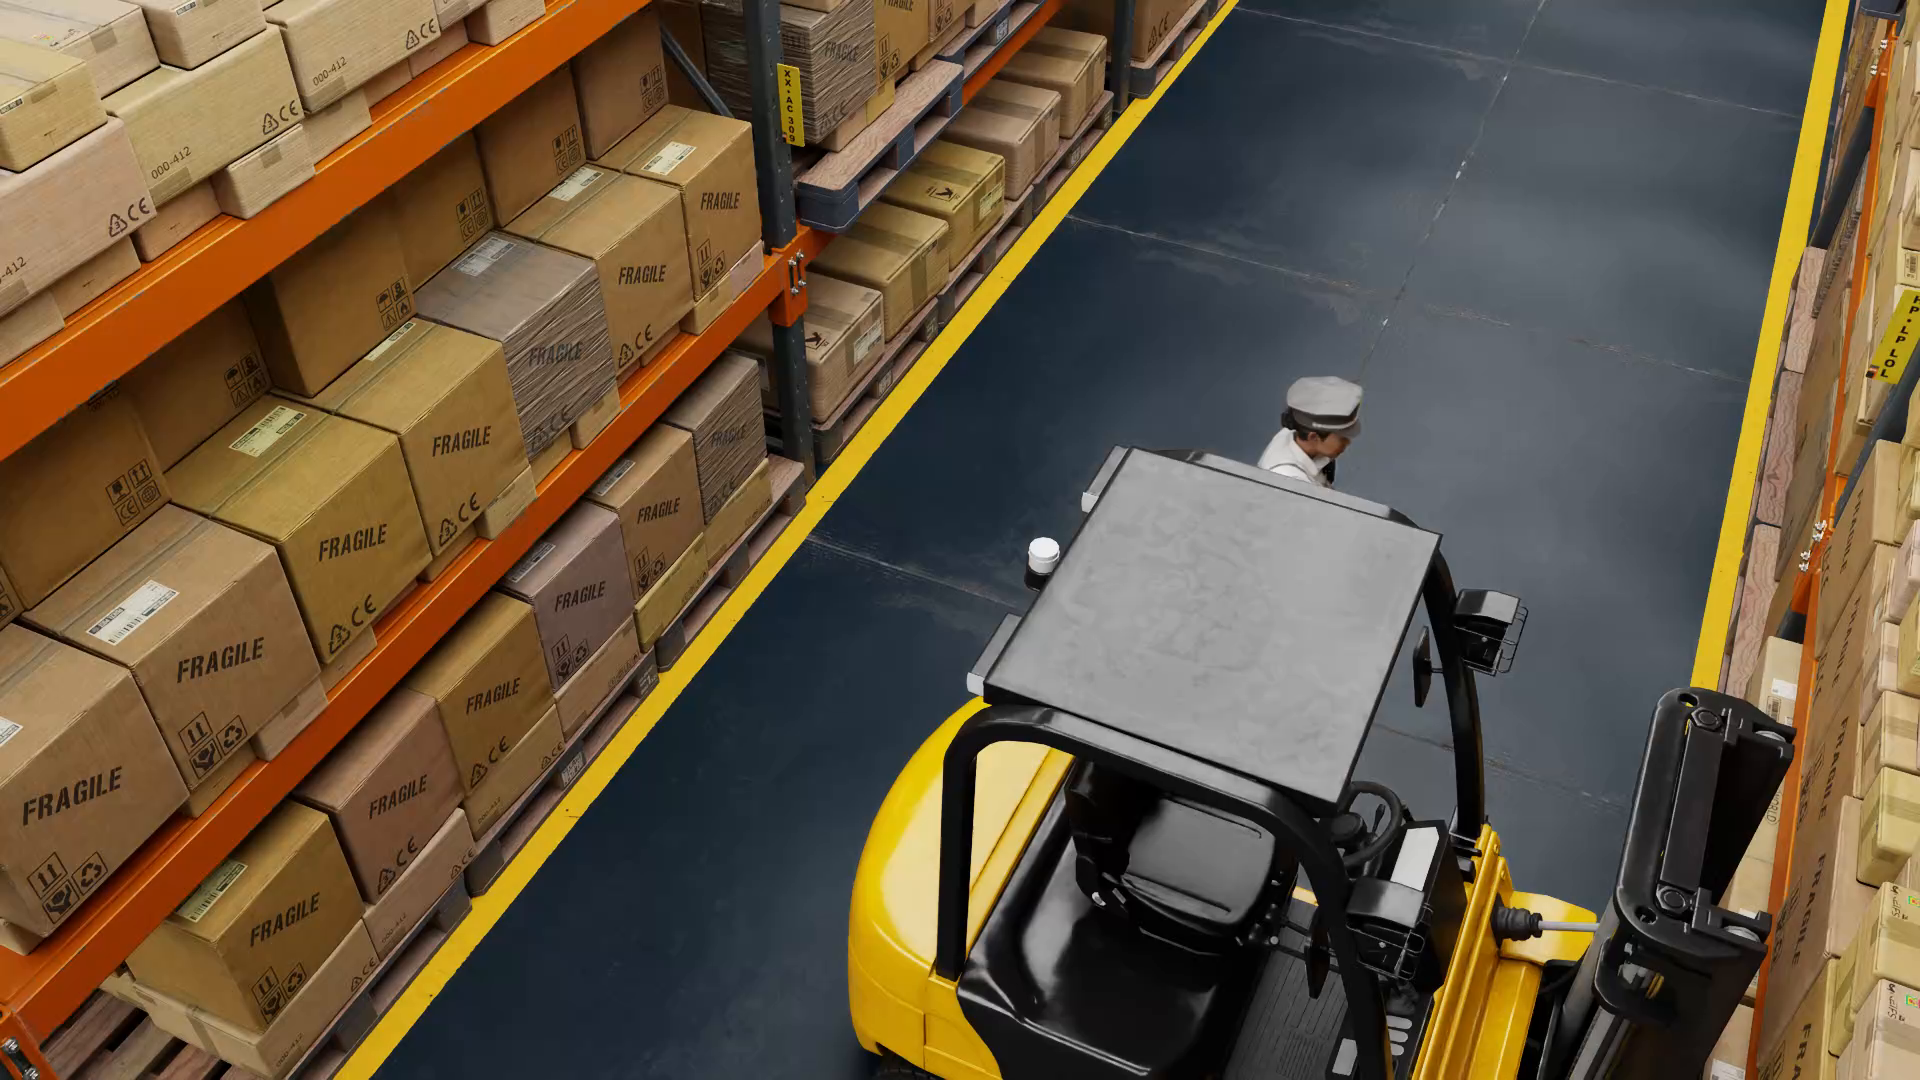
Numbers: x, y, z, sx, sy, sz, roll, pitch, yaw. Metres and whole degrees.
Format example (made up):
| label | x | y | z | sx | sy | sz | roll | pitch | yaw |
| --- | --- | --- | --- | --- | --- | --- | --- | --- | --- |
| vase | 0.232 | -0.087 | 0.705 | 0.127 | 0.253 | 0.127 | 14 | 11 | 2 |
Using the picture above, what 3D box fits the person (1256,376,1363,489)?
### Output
| label | x | y | z | sx | sy | sz | roll | pitch | yaw |
| --- | --- | --- | --- | --- | --- | --- | --- | --- | --- |
| person | 1.154 | 0.116 | 6.030 | 0.371 | 1.663 | 0.530 | 18 | 45 | 19 |
